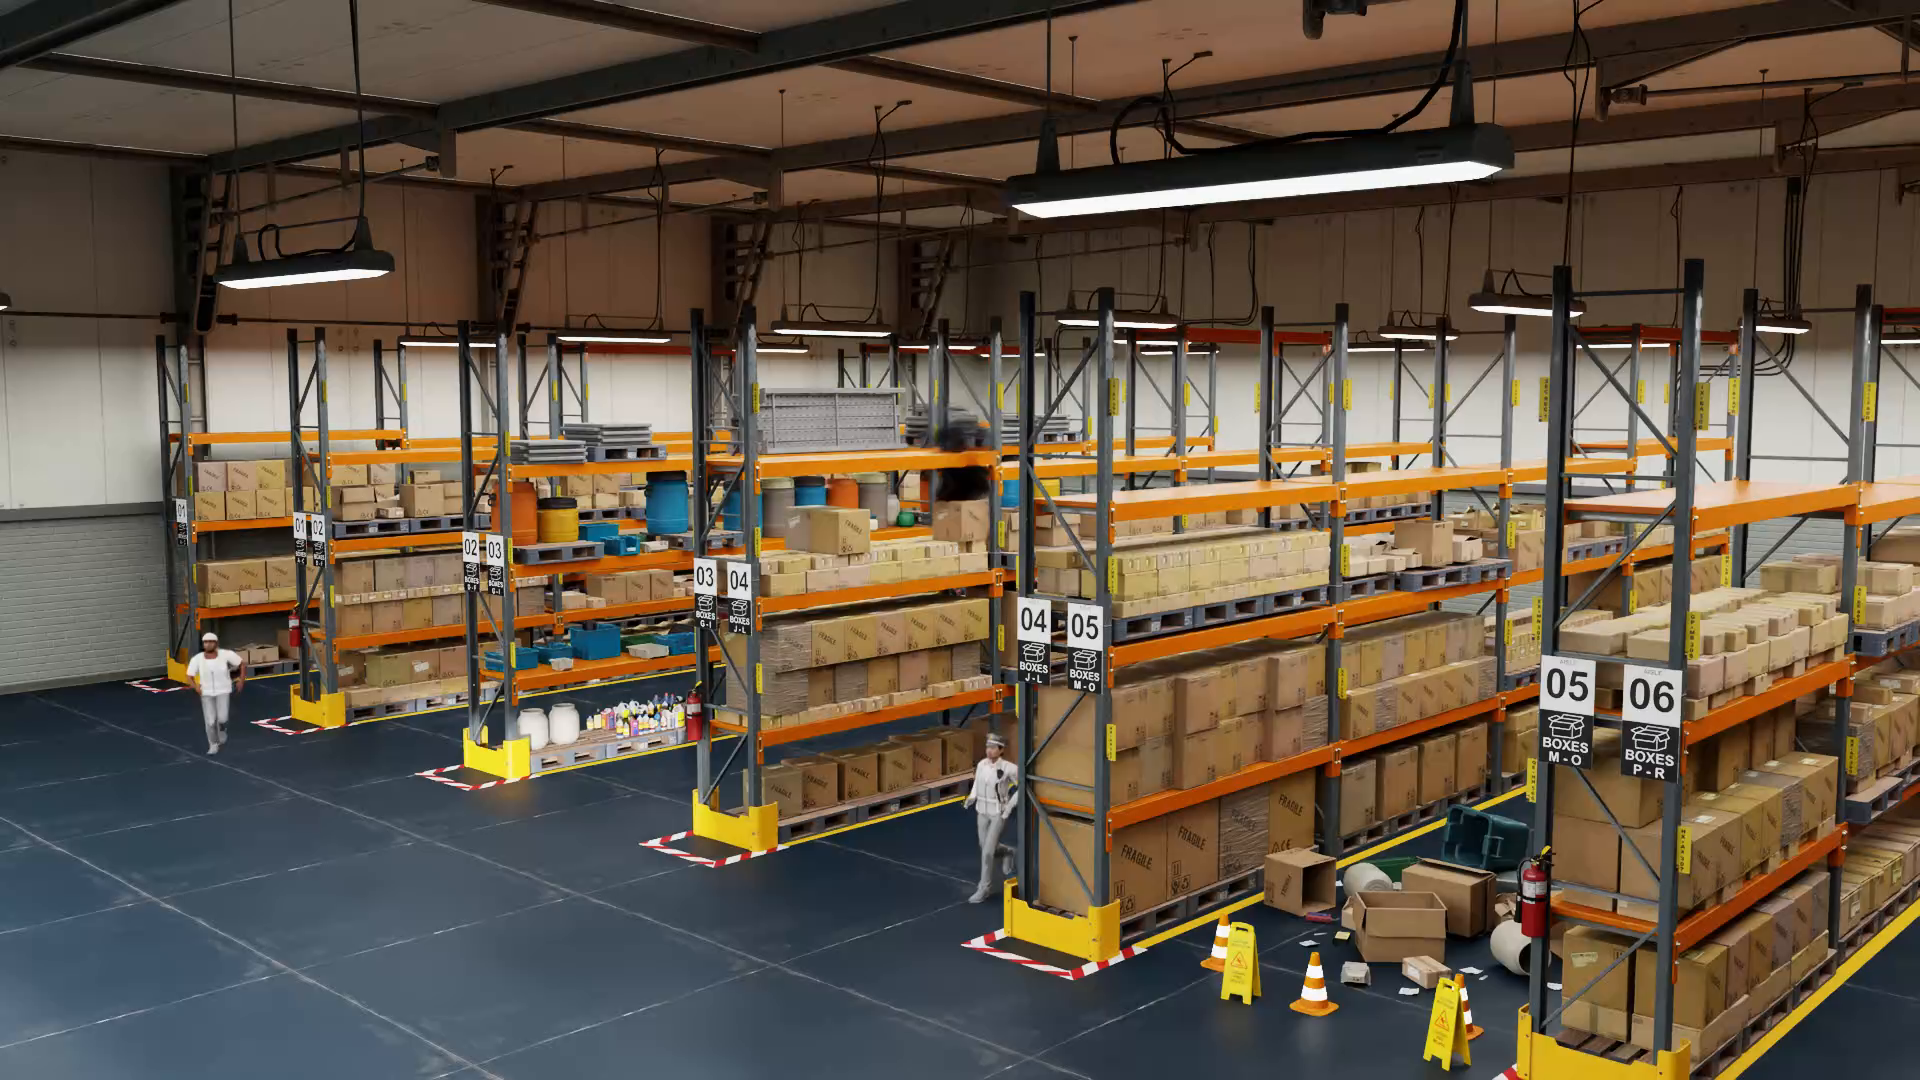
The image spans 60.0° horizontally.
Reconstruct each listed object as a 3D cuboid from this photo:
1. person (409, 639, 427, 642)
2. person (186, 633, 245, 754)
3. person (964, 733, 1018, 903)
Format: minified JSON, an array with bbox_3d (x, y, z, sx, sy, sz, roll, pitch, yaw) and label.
[{"bbox_3d":[-9.313,1.731,28.518,0.554,1.516,0.583,4,7,35],"label":"person"},{"bbox_3d":[-10.346,2.140,23.119,0.741,1.719,0.649,-2,6,-18],"label":"person"},{"bbox_3d":[0.381,2.773,16.824,0.618,1.685,0.814,4,7,36],"label":"person"}]
